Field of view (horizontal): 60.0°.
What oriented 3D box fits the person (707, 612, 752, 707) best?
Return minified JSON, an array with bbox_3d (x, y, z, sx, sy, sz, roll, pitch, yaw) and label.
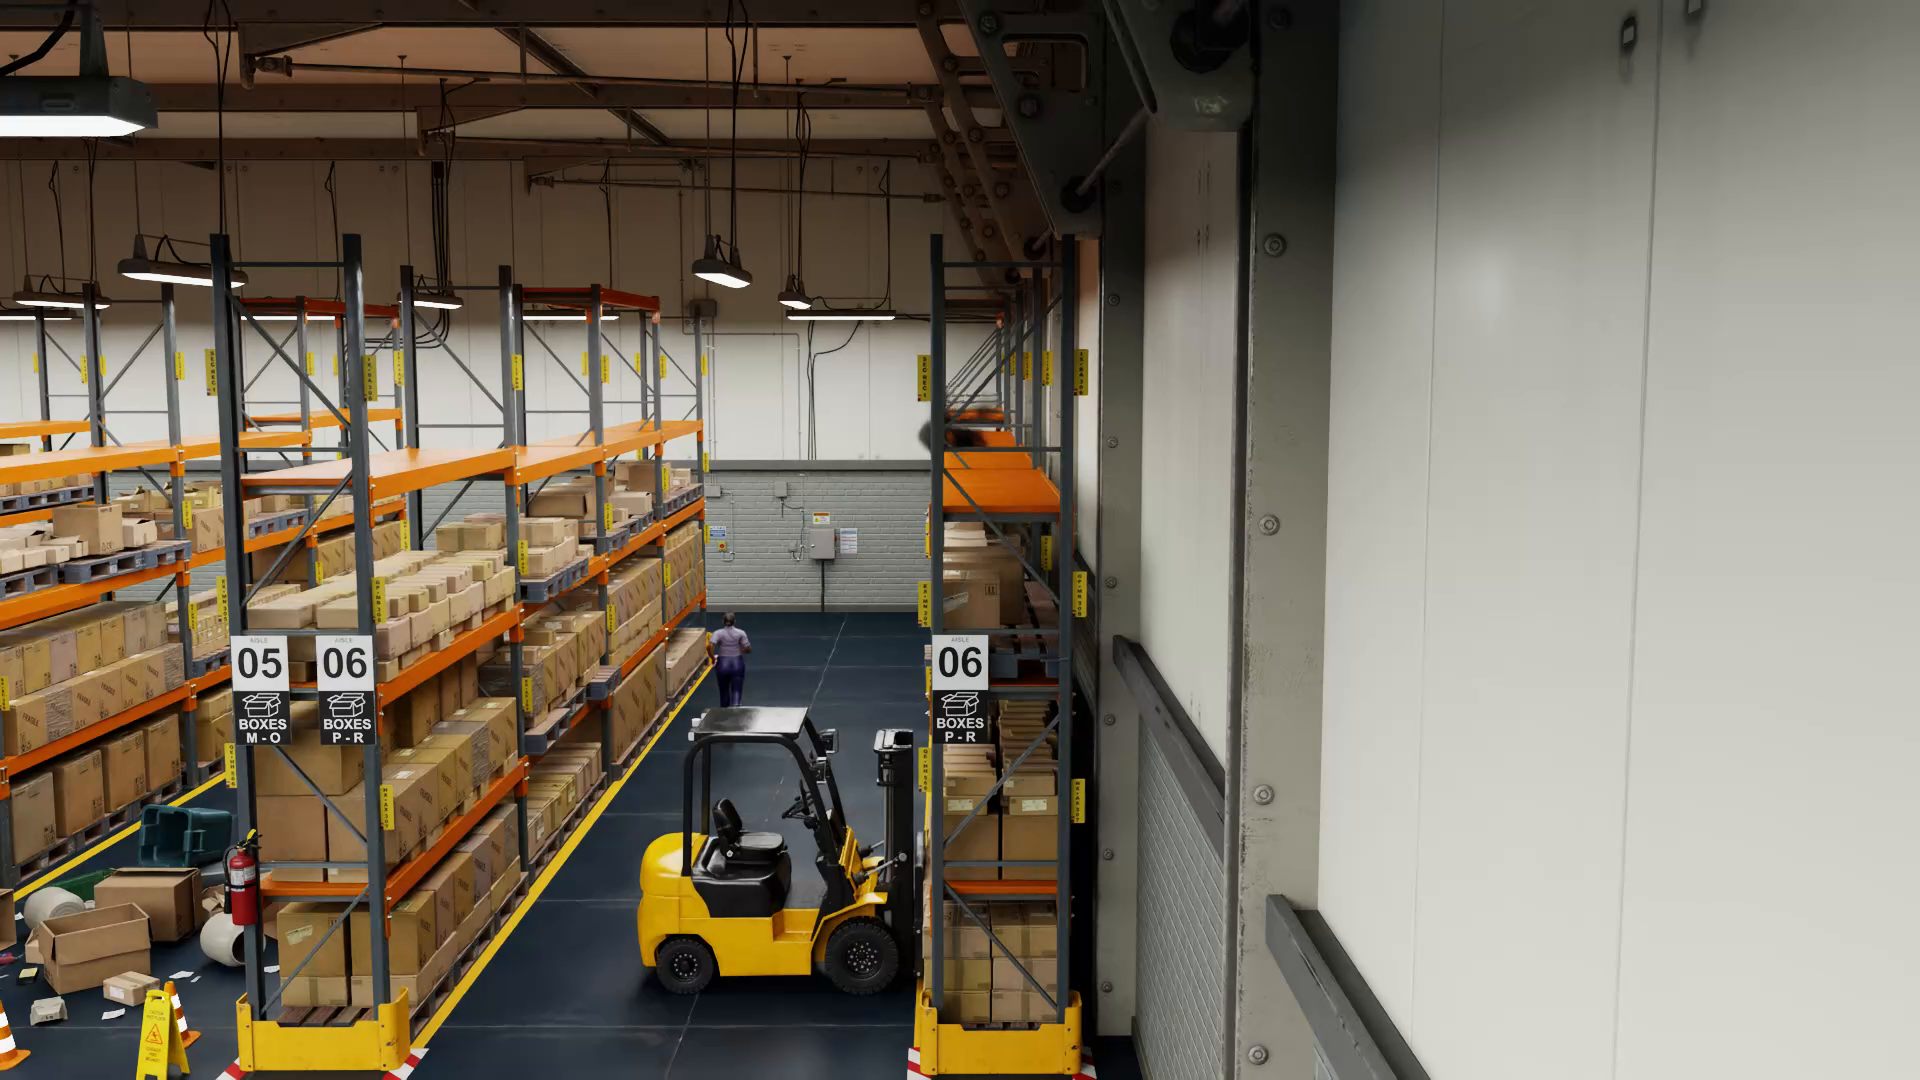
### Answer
[{"bbox_3d":[-3.187,1.807,23.015,0.610,1.649,0.920,-1,6,-6],"label":"person"}]
